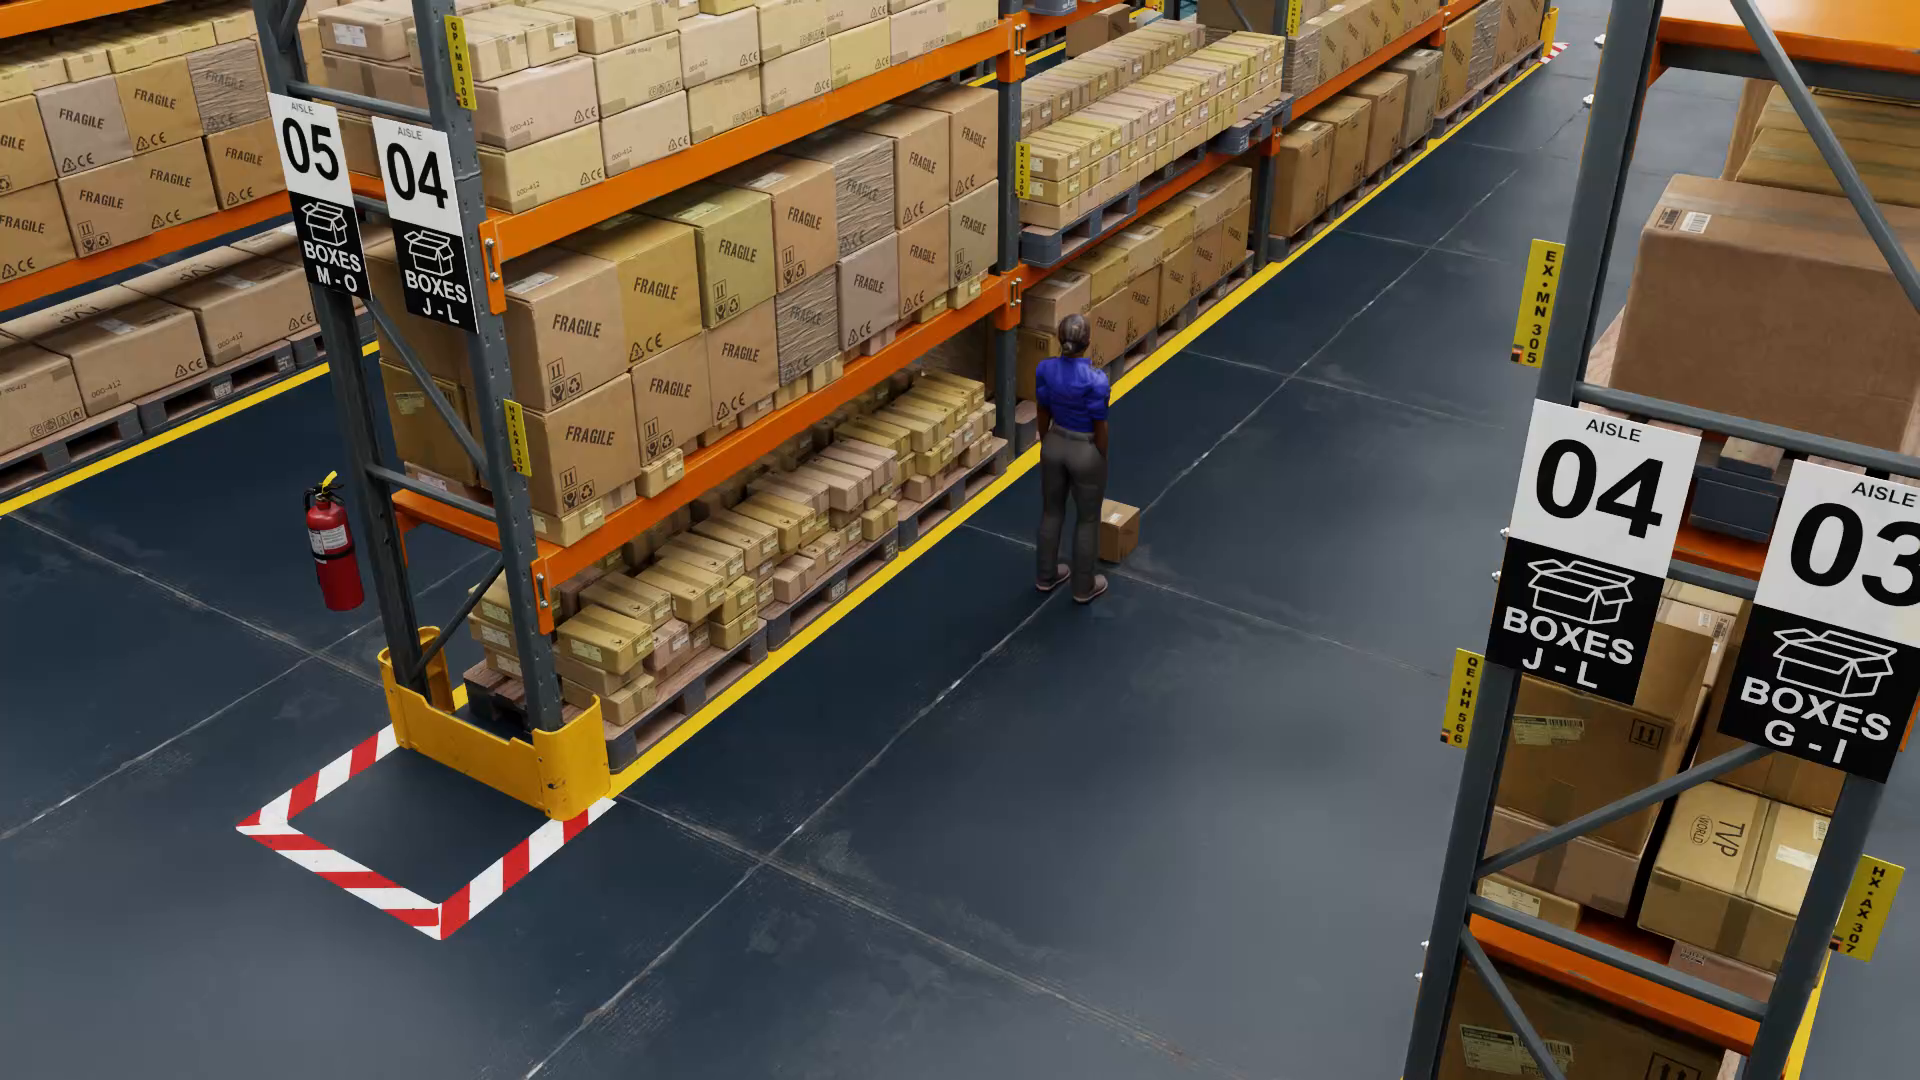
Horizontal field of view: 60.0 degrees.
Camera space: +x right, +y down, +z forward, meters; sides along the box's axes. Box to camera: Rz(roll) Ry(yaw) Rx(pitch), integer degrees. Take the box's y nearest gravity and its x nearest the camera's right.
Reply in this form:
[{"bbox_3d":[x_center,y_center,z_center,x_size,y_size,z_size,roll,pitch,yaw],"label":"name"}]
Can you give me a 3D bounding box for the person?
[{"bbox_3d":[0.605,-0.450,8.945,0.436,1.663,0.317,18,35,28],"label":"person"}]
